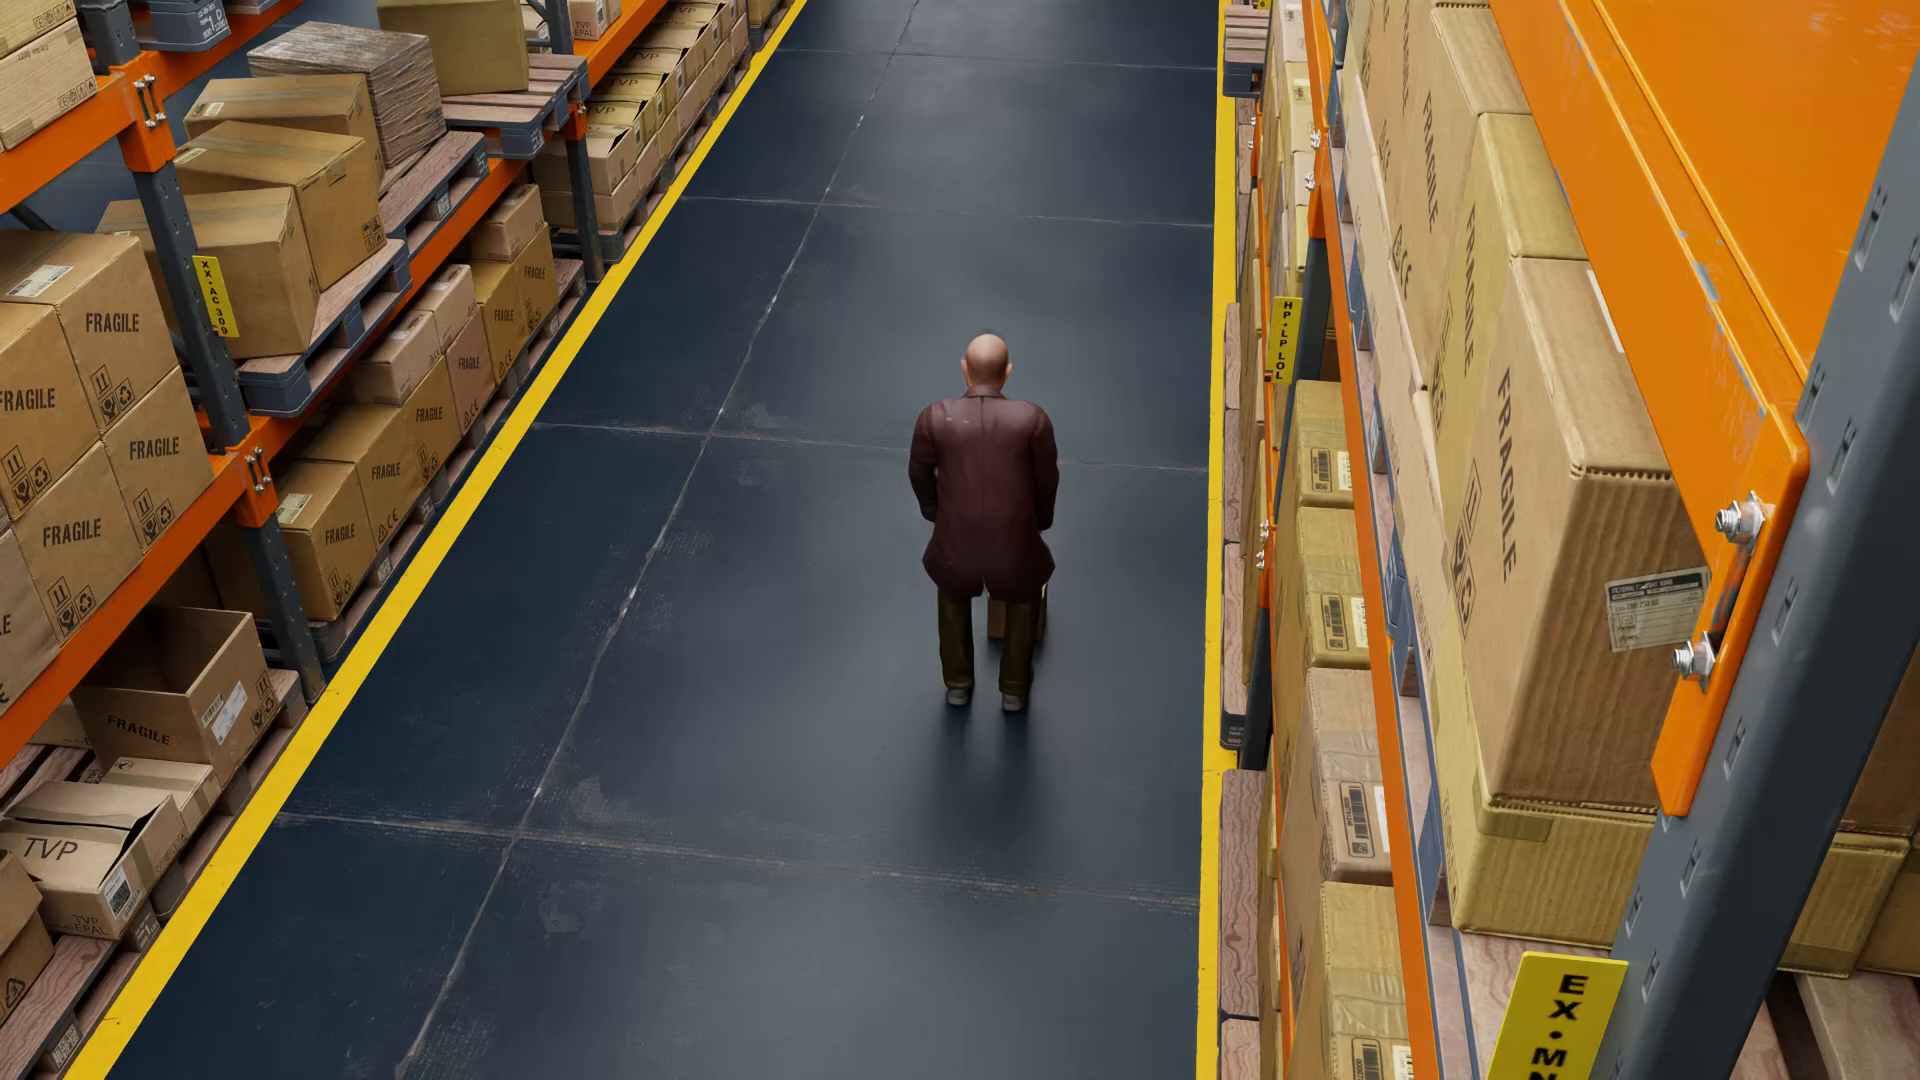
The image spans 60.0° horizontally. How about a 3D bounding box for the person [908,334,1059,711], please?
[{"bbox_3d":[0.091,-0.028,6.824,0.611,1.644,0.522,5,36,7],"label":"person"}]
